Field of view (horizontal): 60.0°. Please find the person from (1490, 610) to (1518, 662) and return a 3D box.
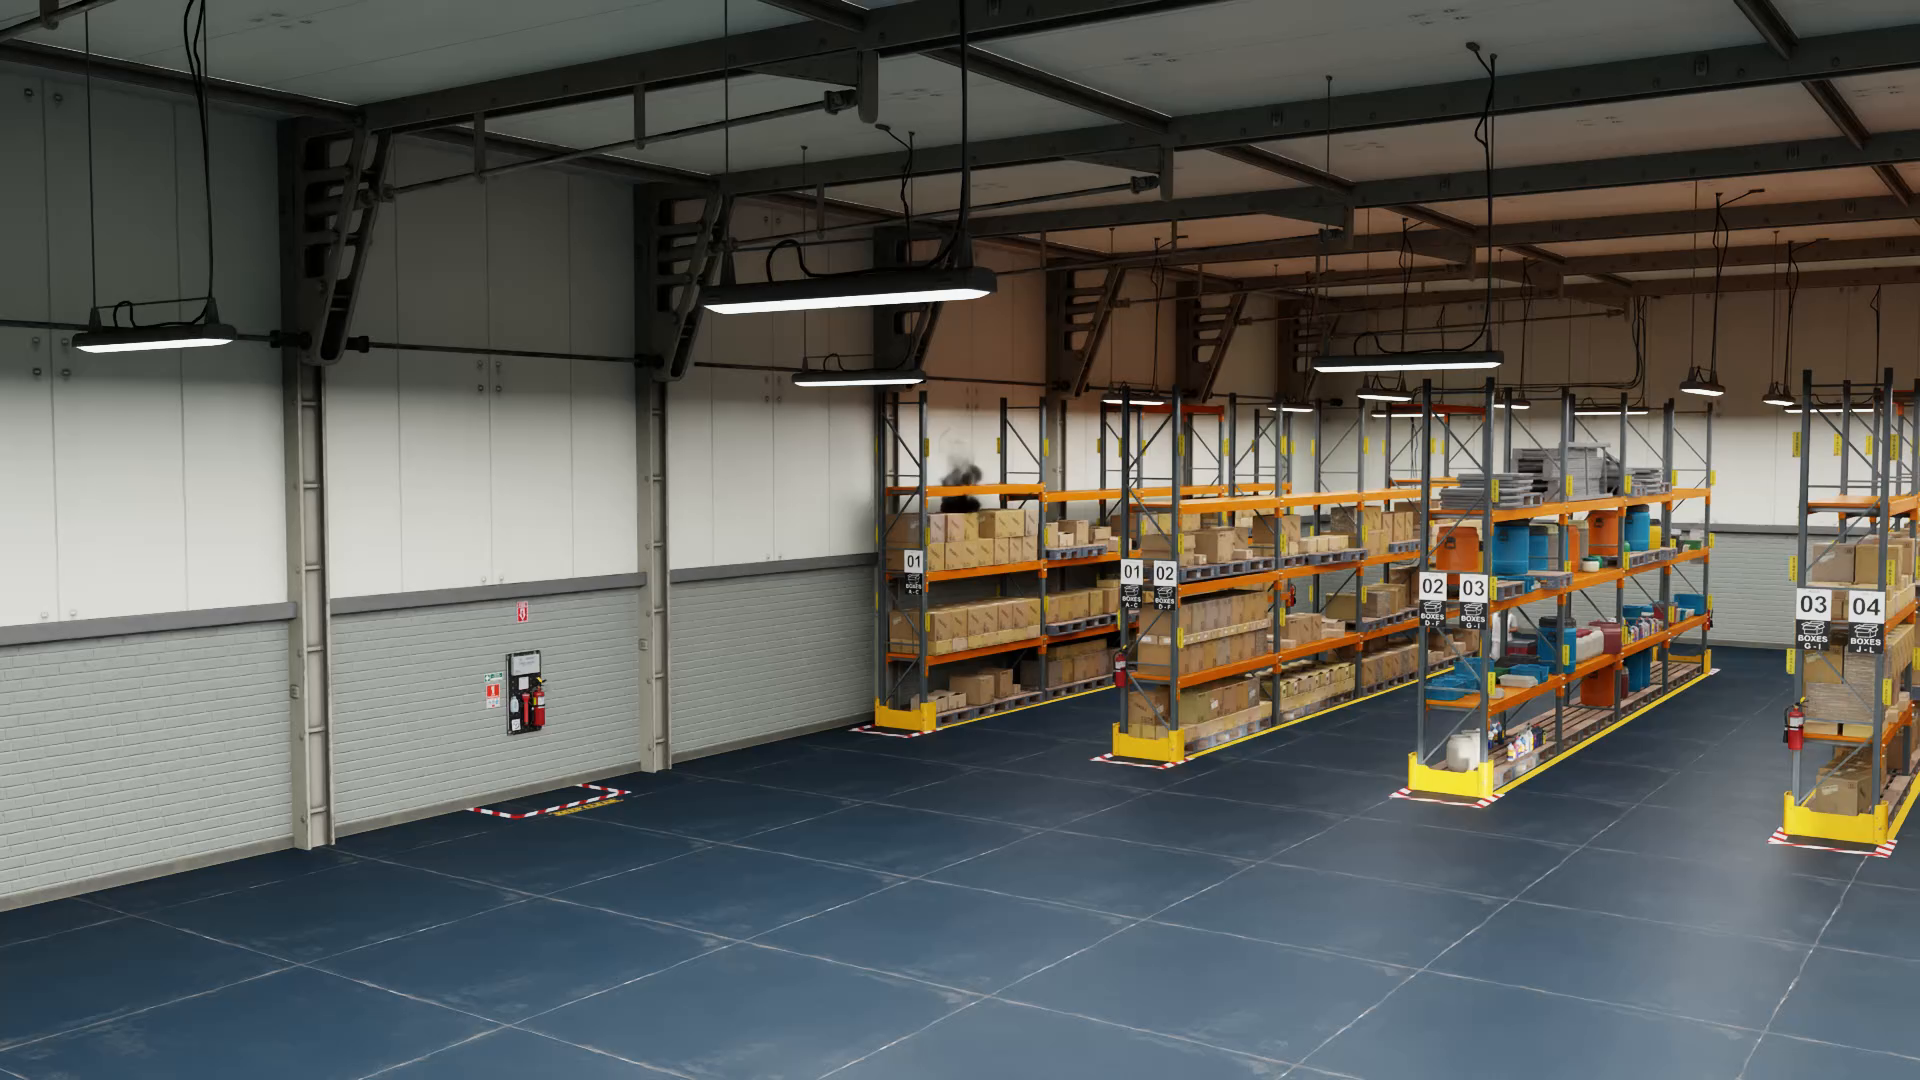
[{"bbox_3d":[11.376,2.176,34.948,0.657,1.837,0.758,1,3,22],"label":"person"}]
